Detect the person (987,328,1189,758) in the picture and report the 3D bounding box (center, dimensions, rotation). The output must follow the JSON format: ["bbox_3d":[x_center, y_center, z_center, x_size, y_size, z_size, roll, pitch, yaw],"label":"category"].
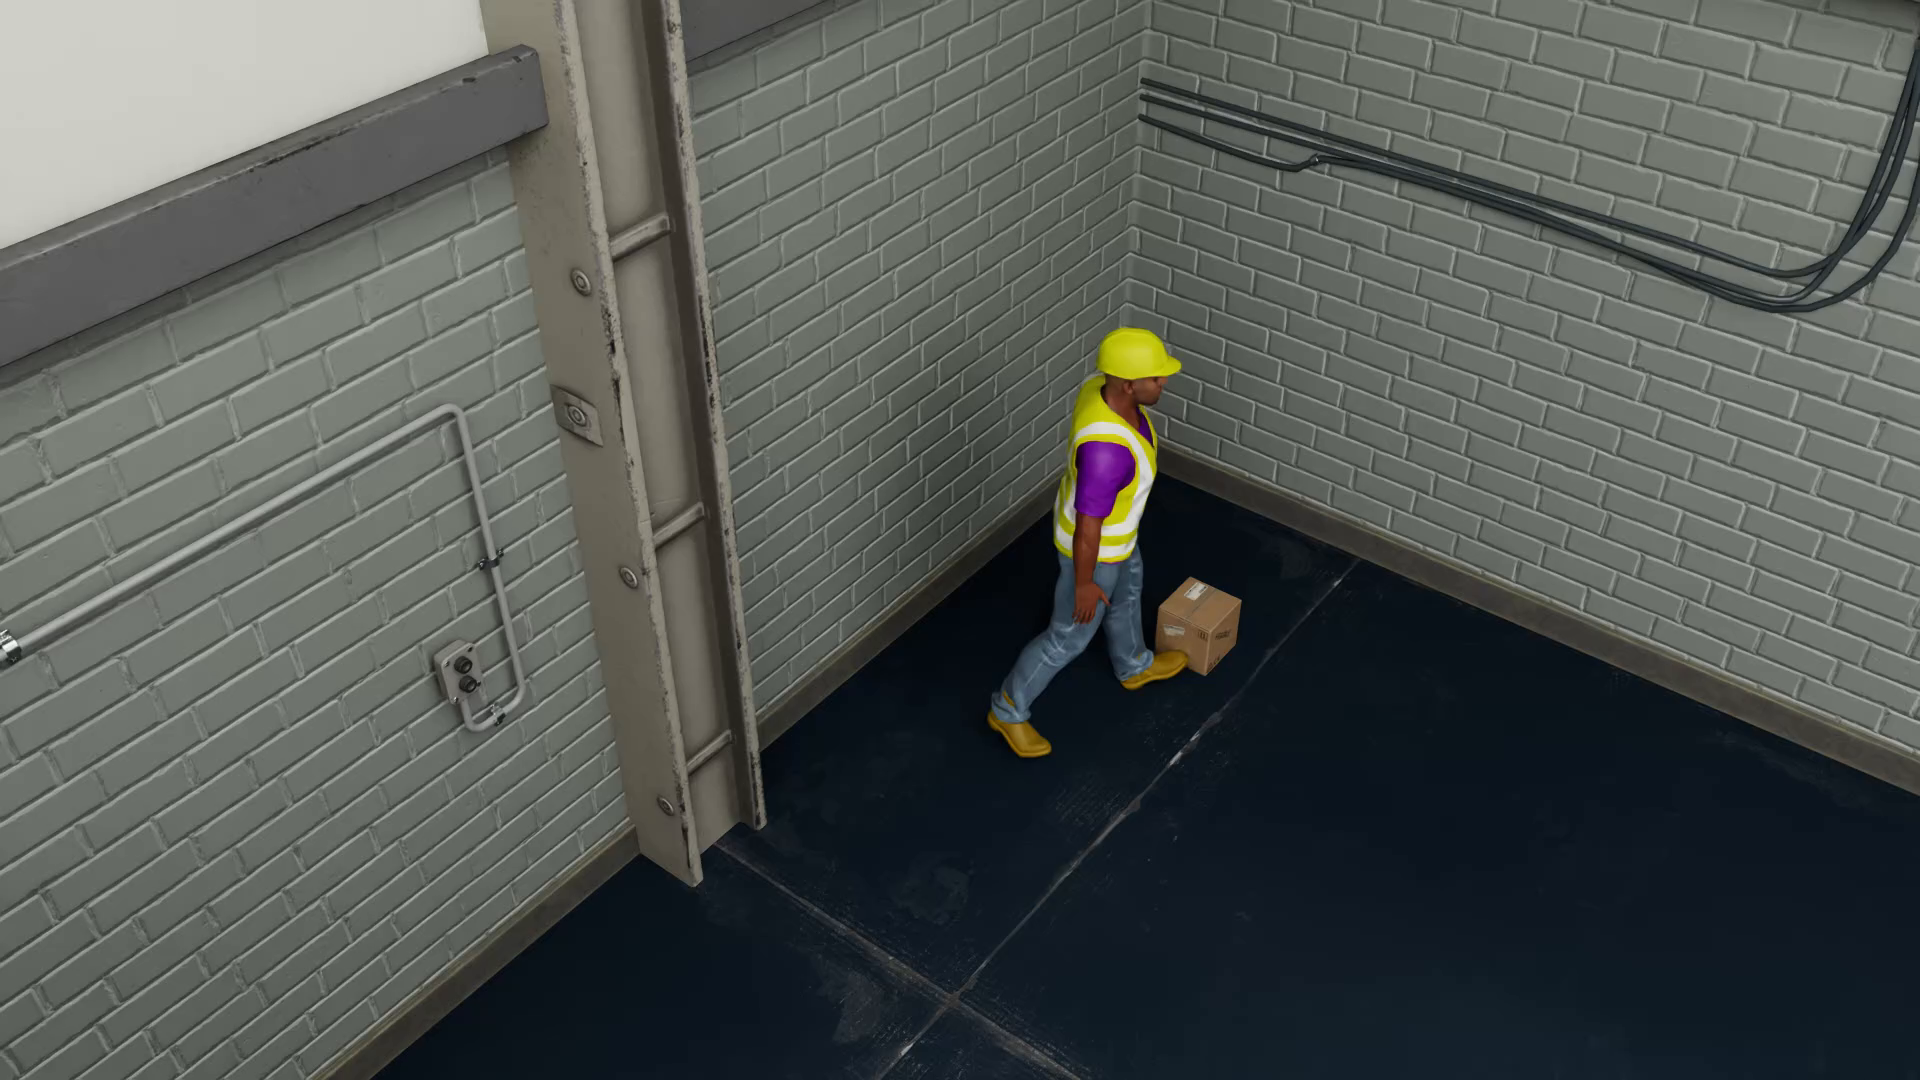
[{"bbox_3d":[0.522,-0.026,6.183,0.812,1.752,0.738,2,39,3],"label":"person"}]
